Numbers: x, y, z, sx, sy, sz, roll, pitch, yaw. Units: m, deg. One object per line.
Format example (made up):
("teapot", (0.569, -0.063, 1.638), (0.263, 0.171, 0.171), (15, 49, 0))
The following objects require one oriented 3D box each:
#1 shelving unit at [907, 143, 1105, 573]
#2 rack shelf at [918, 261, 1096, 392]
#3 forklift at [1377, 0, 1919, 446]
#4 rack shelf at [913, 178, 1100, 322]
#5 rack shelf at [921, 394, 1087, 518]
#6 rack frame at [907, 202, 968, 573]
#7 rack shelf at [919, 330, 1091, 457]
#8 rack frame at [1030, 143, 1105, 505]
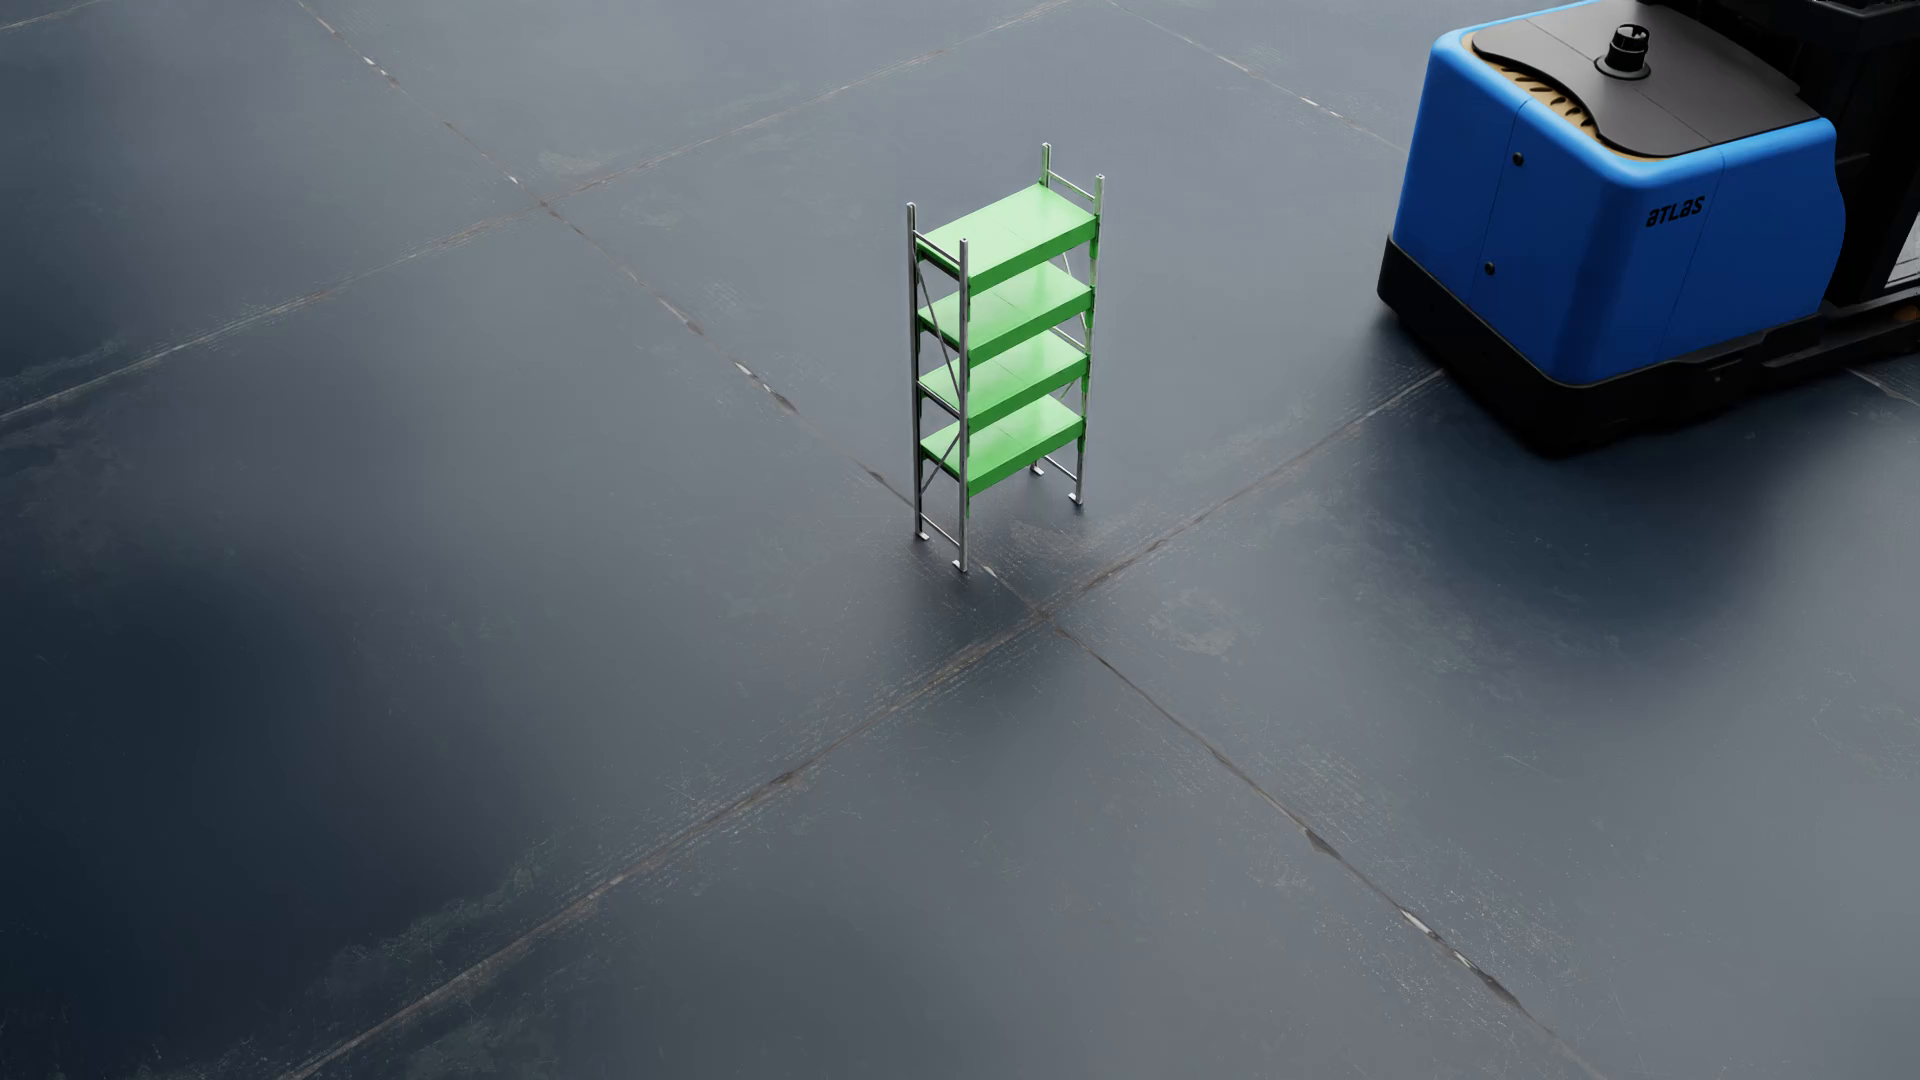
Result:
("shelving unit", (0.127, -0.510, 4.917), (0.503, 1.200, 0.258), (-30, 51, -28))
("rack shelf", (0.127, -0.638, 4.796), (0.480, 0.148, 0.258), (-30, 51, -28))
("forklift", (3.096, -2.053, 5.295), (3.031, 2.935, 1.130), (-17, 46, -17))
("rack shelf", (0.127, -0.813, 4.632), (0.480, 0.148, 0.258), (-30, 51, -28))
("rack shelf", (0.127, -0.289, 5.125), (0.480, 0.148, 0.258), (-30, 51, -28))
("rack frame", (-0.060, -0.403, 4.803), (0.015, 1.200, 0.240), (-30, 51, -28))
("rack shelf", (0.127, -0.463, 4.960), (0.480, 0.148, 0.258), (-30, 51, -28))
("rack frame", (0.314, -0.617, 5.031), (0.015, 1.200, 0.240), (-30, 51, -28))
